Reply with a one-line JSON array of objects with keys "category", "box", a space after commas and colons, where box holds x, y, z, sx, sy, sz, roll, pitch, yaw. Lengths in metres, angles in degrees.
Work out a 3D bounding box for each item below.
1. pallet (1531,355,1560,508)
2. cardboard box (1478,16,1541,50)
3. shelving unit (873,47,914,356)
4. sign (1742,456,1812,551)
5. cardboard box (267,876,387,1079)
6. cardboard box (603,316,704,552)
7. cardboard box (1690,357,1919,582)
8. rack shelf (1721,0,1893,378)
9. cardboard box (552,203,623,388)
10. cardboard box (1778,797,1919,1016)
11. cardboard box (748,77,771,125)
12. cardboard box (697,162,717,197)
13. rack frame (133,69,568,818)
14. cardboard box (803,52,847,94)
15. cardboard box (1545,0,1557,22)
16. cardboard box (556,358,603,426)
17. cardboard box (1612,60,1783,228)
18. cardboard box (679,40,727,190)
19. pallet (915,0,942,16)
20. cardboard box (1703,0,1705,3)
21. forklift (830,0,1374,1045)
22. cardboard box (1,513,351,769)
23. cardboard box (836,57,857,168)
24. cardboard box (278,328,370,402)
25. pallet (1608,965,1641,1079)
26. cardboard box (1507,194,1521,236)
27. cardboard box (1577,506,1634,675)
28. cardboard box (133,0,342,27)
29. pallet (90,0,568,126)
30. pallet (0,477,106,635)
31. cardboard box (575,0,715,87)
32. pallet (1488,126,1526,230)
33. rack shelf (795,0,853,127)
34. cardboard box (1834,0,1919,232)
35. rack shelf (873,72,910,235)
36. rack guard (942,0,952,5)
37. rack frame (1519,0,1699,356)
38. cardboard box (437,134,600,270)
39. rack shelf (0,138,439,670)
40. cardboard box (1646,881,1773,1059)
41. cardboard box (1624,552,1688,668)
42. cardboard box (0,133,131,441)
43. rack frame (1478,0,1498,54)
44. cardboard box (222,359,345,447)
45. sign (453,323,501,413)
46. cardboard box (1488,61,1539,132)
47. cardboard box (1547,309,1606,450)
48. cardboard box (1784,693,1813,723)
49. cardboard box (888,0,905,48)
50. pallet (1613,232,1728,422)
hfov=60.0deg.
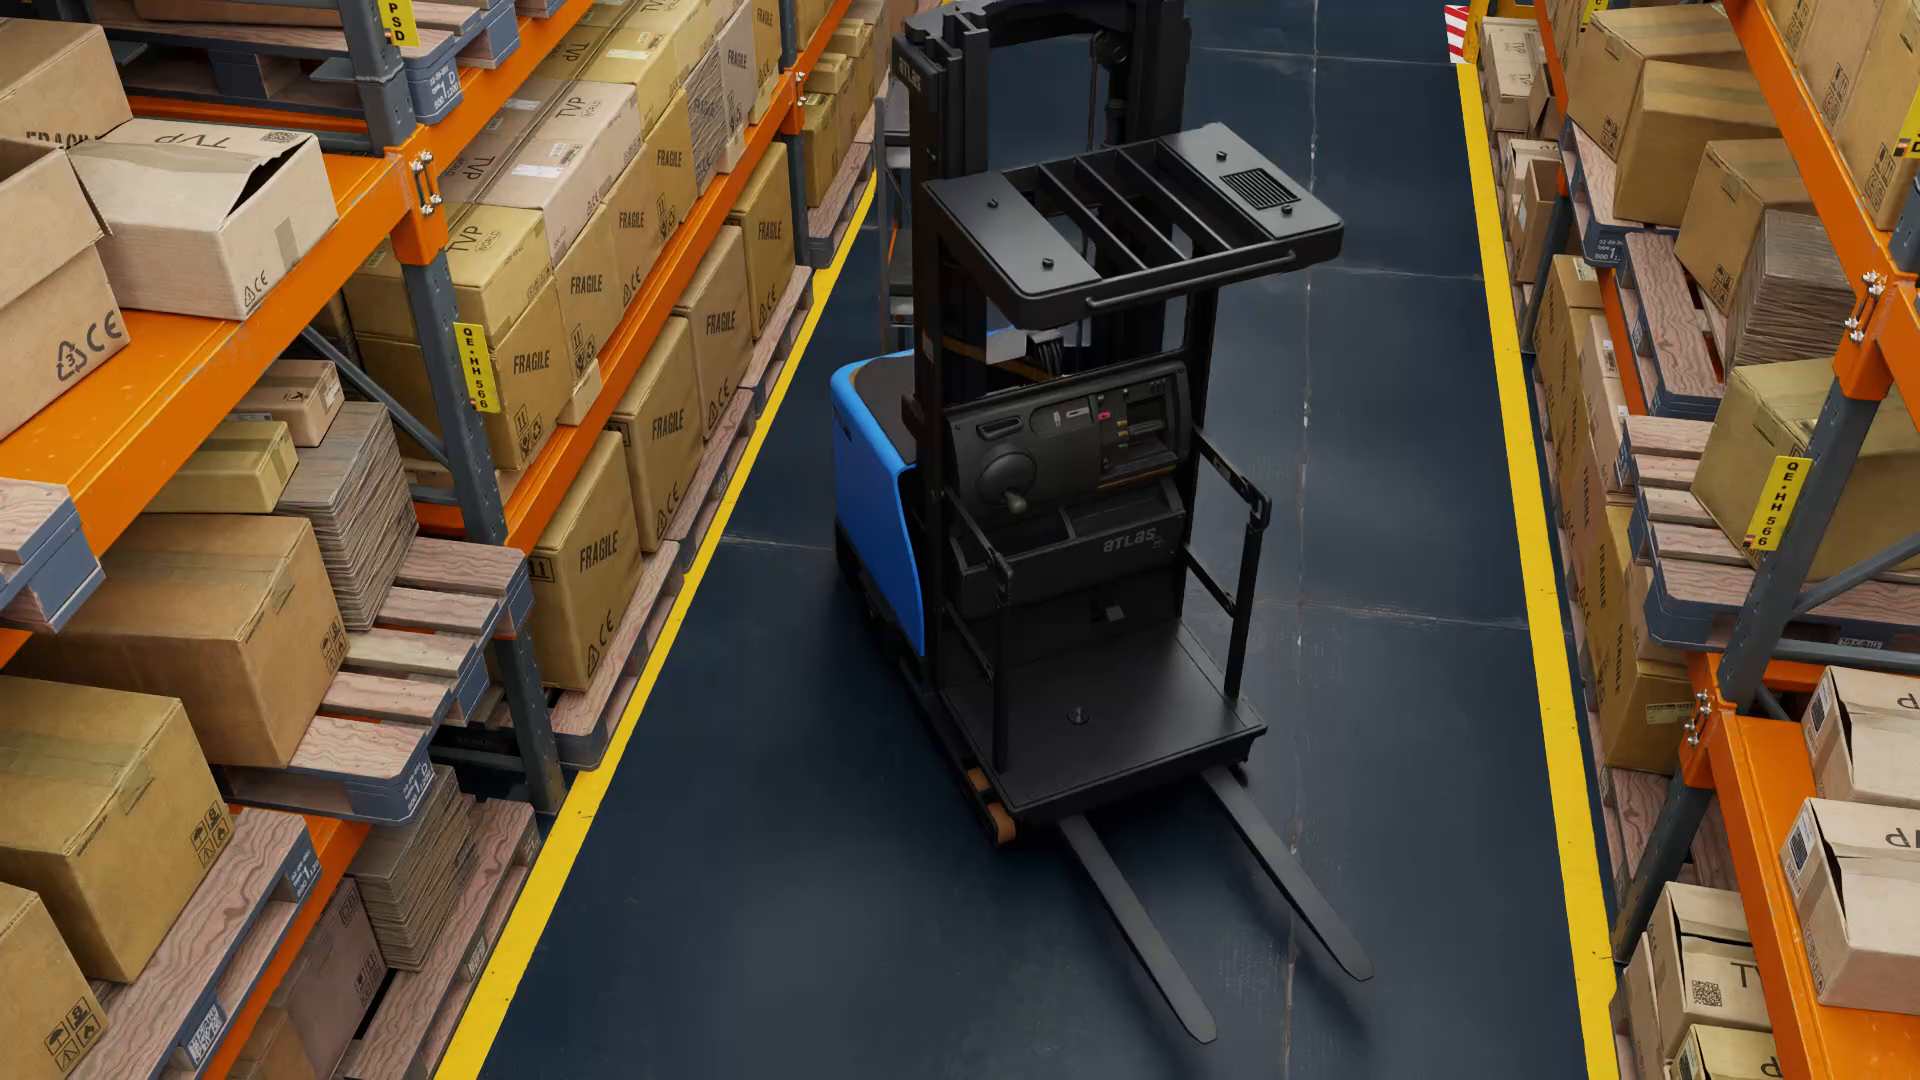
[{"category": "pallet", "box": [3.421, -0.551, 8.251, 1.003, 0.211, 1.213, 6, 40, 8]}, {"category": "cardboard box", "box": [3.805, -3.497, 11.517, 0.380, 0.149, 0.250, 6, 40, 8]}, {"category": "shelving unit", "box": [-0.116, -1.081, 7.409, 0.431, 2.100, 0.503, 3, 40, 4]}, {"category": "sign", "box": [2.296, -0.100, 4.670, 0.100, 0.325, 0.005, 6, 40, 8]}, {"category": "cardboard box", "box": [-2.325, 1.388, 5.334, 0.700, 0.500, 0.500, 6, 40, 8]}, {"category": "cardboard box", "box": [-1.633, -0.503, 7.362, 0.750, 0.750, 0.750, 6, 40, 7]}, {"category": "cardboard box", "box": [2.830, -0.238, 5.276, 0.700, 0.500, 0.500, -6, 40, -7]}, {"category": "rack shelf", "box": [3.178, -1.764, 5.740, 1.077, 0.370, 4.000, 6, 40, 8]}, {"category": "cardboard box", "box": [-1.612, -0.939, 6.204, 0.500, 0.500, 0.500, 8, 40, 9]}, {"category": "cardboard box", "box": [2.486, 0.944, 4.324, 0.500, 0.311, 0.500, 6, 40, 7]}, {"category": "cardboard box", "box": [-1.156, -2.191, 8.227, 0.380, 0.149, 0.250, 7, 40, 8]}, {"category": "cardboard box", "box": [-1.340, -1.715, 7.652, 0.380, 0.149, 0.250, 6, 40, 8]}, {"category": "rack frame", "box": [-2.048, -0.174, 5.606, 1.000, 3.000, 0.127, 6, 40, 8]}, {"category": "cardboard box", "box": [-0.886, -2.786, 9.888, 0.380, 0.149, 0.250, 8, 40, 9]}, {"category": "cardboard box", "box": [3.532, -3.167, 9.148, 0.500, 0.500, 0.500, 7, 40, 9]}, {"category": "cardboard box", "box": [-1.581, -0.581, 6.280, 0.380, 0.149, 0.250, 8, 40, 9]}, {"category": "cardboard box", "box": [3.165, -1.630, 6.959, 0.700, 0.500, 0.500, 12, 41, 15]}, {"category": "cardboard box", "box": [-1.361, -1.892, 7.357, 0.500, 0.500, 0.500, 6, 40, 8]}, {"category": "pallet", "box": [-0.725, -3.610, 11.950, 1.003, 0.211, 1.213, 6, 40, 8]}, {"category": "cardboard box", "box": [3.881, -2.469, 8.304, 0.500, 0.500, 0.500, 7, 40, 9]}, {"category": "forklift", "box": [0.493, -0.284, 5.794, 1.130, 2.935, 3.031, -16, 42, -18]}, {"category": "cardboard box", "box": [-2.189, 0.268, 4.648, 0.700, 0.500, 0.500, 3, 40, 3]}, {"category": "cardboard box", "box": [-1.035, -2.656, 10.240, 0.700, 0.500, 0.500, 6, 40, 7]}, {"category": "cardboard box", "box": [-2.226, -0.660, 5.867, 0.500, 0.500, 0.500, 7, 40, 8]}, {"category": "pallet", "box": [2.651, 1.957, 5.217, 1.003, 0.211, 1.213, 6, 40, 8]}, {"category": "cardboard box", "box": [3.349, -1.842, 9.516, 0.380, 0.149, 0.250, 6, 40, 8]}, {"category": "cardboard box", "box": [2.852, 0.226, 6.739, 0.500, 0.500, 0.500, 5, 40, 6]}, {"category": "cardboard box", "box": [-2.022, -1.843, 4.847, 0.700, 0.500, 0.500, 3, 40, 4]}, {"category": "pallet", "box": [-1.988, -1.667, 5.207, 1.213, 0.211, 1.003, 8, 40, 10]}, {"category": "pallet", "box": [-2.352, 0.226, 2.916, 1.213, 0.211, 1.003, 6, 40, 8]}, {"category": "cardboard box", "box": [-1.371, -2.173, 7.108, 0.500, 0.250, 0.500, 7, 40, 9]}, {"category": "pallet", "box": [3.853, -2.264, 10.323, 1.003, 0.211, 1.213, 6, 40, 8]}, {"category": "rack shelf", "box": [-1.009, -3.662, 10.390, 1.077, 0.370, 4.000, 6, 40, 8]}, {"category": "cardboard box", "box": [2.874, -1.102, 4.297, 0.910, 0.500, 0.500, 6, 40, 8]}, {"category": "rack shelf", "box": [-0.116, -1.610, 6.972, 0.431, 0.518, 0.480, 3, 40, 4]}, {"category": "rack guard", "box": [-0.659, -4.246, 12.494, 1.175, 0.500, 0.348, 6, 40, 8]}, {"category": "rack frame", "box": [3.524, -2.140, 7.985, 1.000, 3.000, 0.127, 6, 40, 8]}, {"category": "cardboard box", "box": [-1.623, -1.218, 5.953, 0.500, 0.250, 0.500, 6, 40, 7]}, {"category": "rack shelf", "box": [-2.394, 0.202, 3.362, 1.077, 0.370, 4.000, 6, 40, 8]}, {"category": "cardboard box", "box": [2.452, 1.348, 5.154, 0.500, 0.311, 0.500, 8, 40, 9]}, {"category": "cardboard box", "box": [2.768, 0.226, 6.150, 0.500, 0.250, 0.500, 8, 40, 9]}, {"category": "cardboard box", "box": [-2.363, -0.574, 3.640, 0.797, 0.503, 0.637, 12, 41, 14]}, {"category": "rack frame", "box": [4.216, -4.651, 11.021, 1.000, 3.000, 0.127, 6, 40, 8]}, {"category": "cardboard box", "box": [-2.078, -0.412, 4.962, 0.380, 0.149, 0.250, 2, 40, 2]}, {"category": "sign", "box": [-1.512, -0.536, 5.197, 0.100, 0.325, 0.005, 6, 40, 8]}, {"category": "cardboard box", "box": [3.670, -2.823, 10.623, 0.500, 0.250, 0.500, 6, 40, 8]}, {"category": "cardboard box", "box": [3.119, -0.734, 7.900, 0.500, 0.500, 0.500, 7, 40, 8]}, {"category": "cardboard box", "box": [3.192, 0.910, 5.912, 0.500, 0.500, 0.500, 8, 40, 10]}, {"category": "cardboard box", "box": [-0.772, -3.629, 11.417, 0.700, 0.500, 0.500, 6, 40, 8]}, {"category": "pallet", "box": [3.164, -0.777, 6.487, 1.003, 0.211, 1.213, 6, 40, 8]}]
